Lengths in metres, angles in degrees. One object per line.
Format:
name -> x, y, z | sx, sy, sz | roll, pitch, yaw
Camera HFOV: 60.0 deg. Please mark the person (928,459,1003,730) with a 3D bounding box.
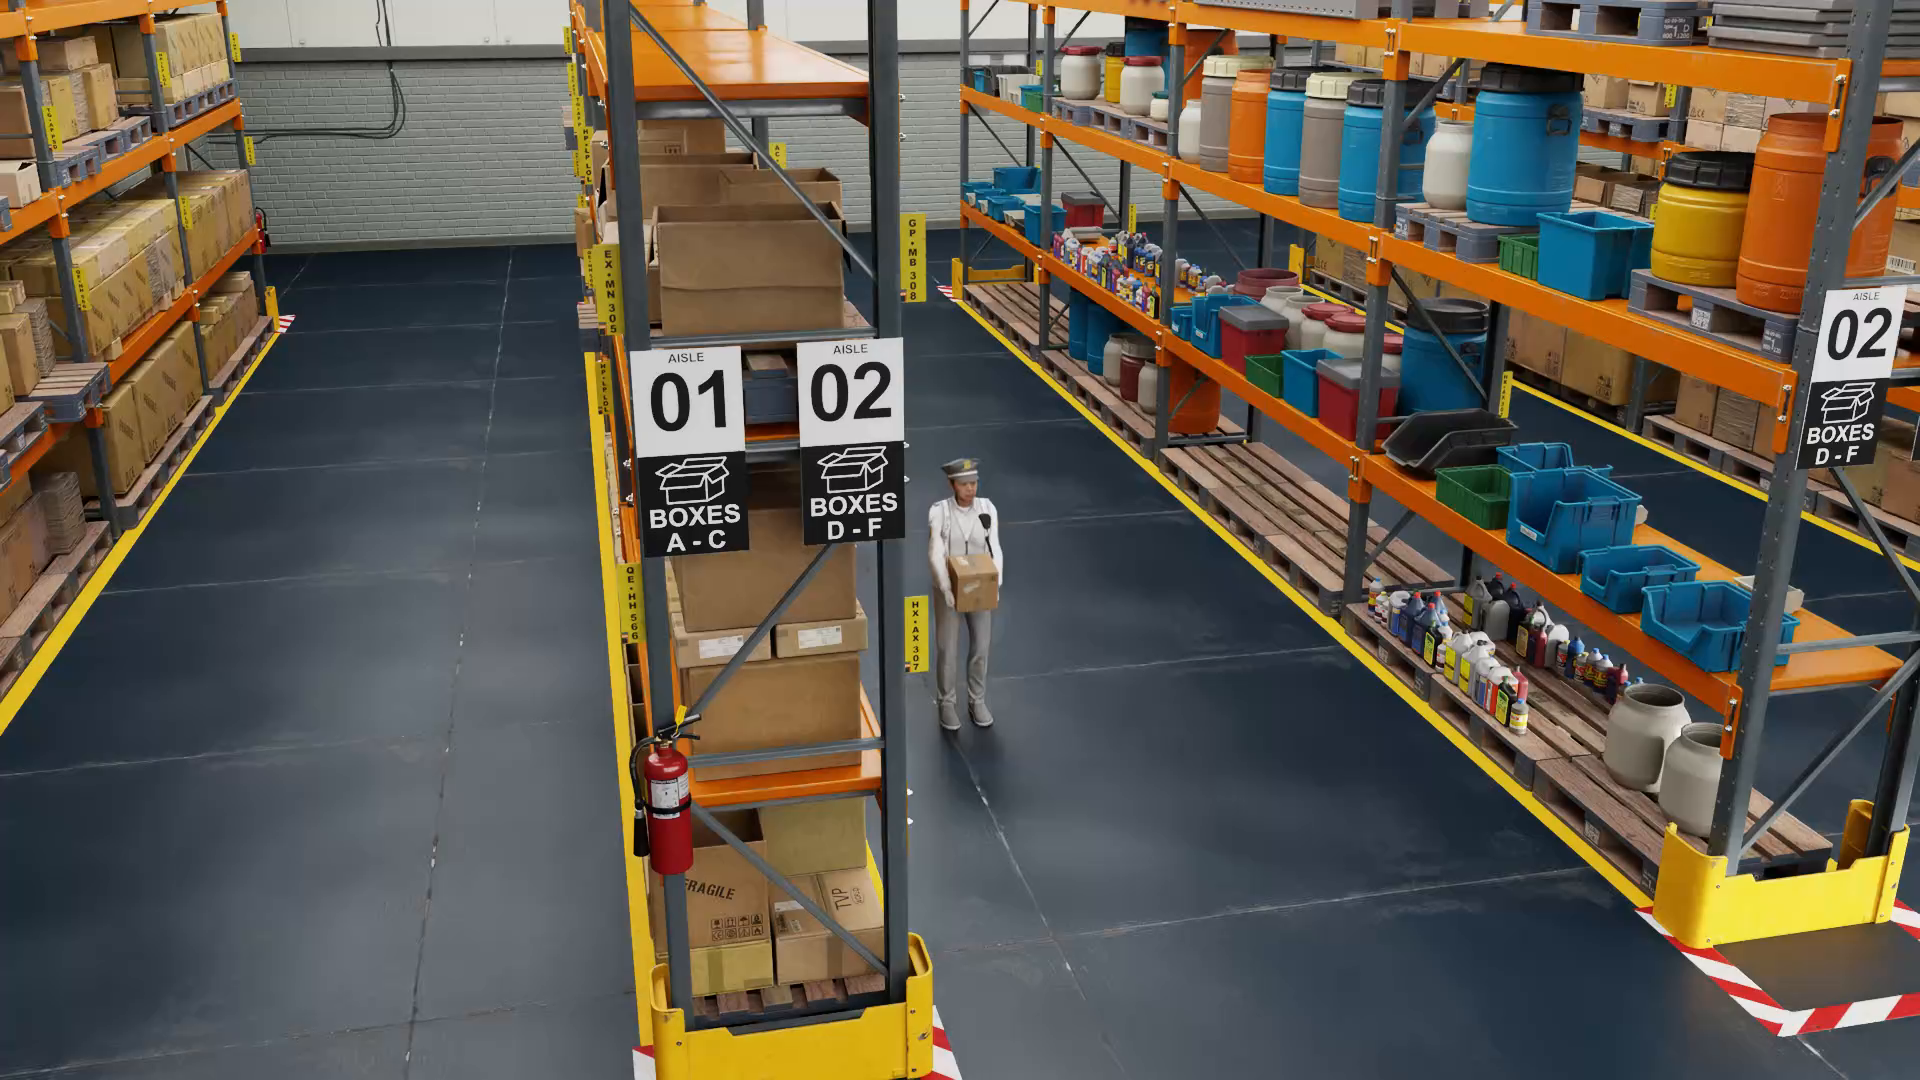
person -> 0.036, 0.330, 10.120 | 0.446, 1.691, 0.530 | -5, 20, -13
